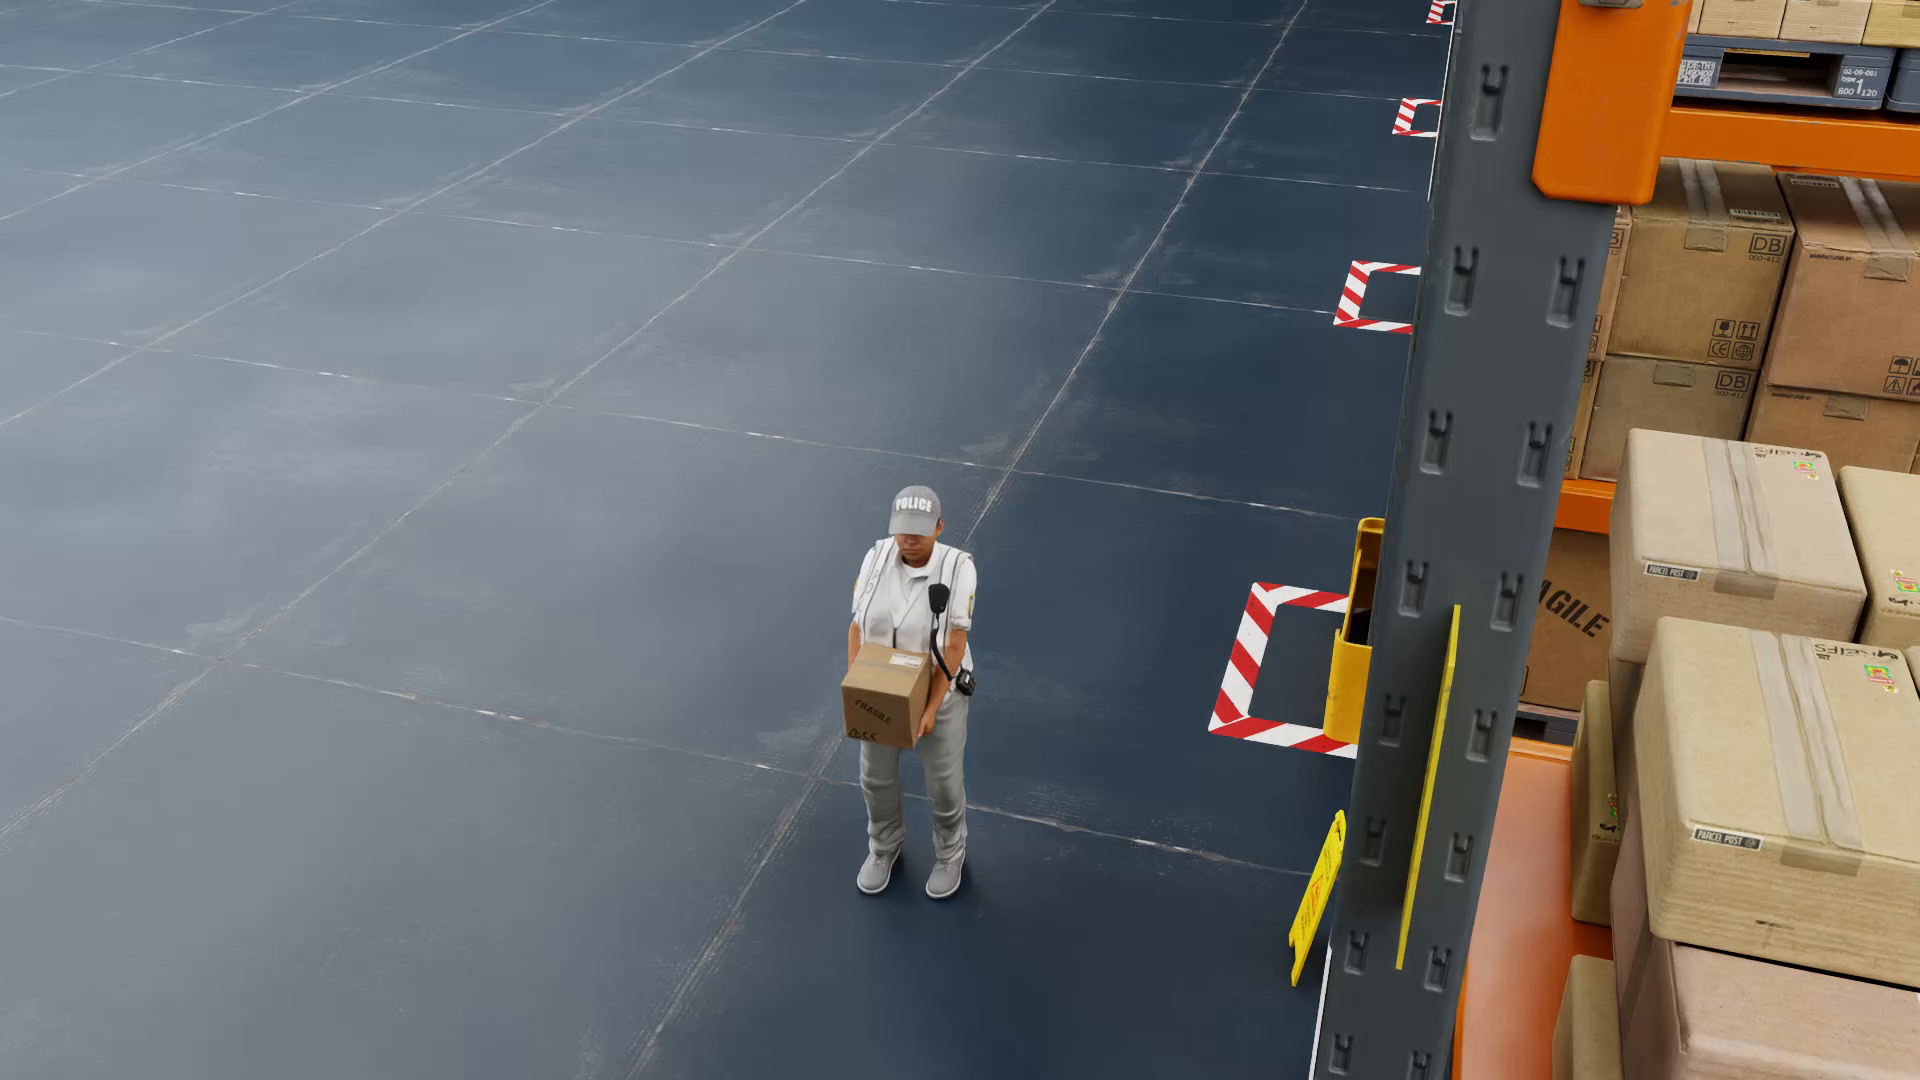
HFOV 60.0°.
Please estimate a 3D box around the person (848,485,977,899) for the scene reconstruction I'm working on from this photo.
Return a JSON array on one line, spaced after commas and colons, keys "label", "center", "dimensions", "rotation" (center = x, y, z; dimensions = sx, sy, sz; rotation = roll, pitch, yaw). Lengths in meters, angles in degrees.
[{"label": "person", "center": [-0.186, 0.588, 6.090], "dimensions": [0.452, 1.662, 0.539], "rotation": [9, 31, 15]}]
